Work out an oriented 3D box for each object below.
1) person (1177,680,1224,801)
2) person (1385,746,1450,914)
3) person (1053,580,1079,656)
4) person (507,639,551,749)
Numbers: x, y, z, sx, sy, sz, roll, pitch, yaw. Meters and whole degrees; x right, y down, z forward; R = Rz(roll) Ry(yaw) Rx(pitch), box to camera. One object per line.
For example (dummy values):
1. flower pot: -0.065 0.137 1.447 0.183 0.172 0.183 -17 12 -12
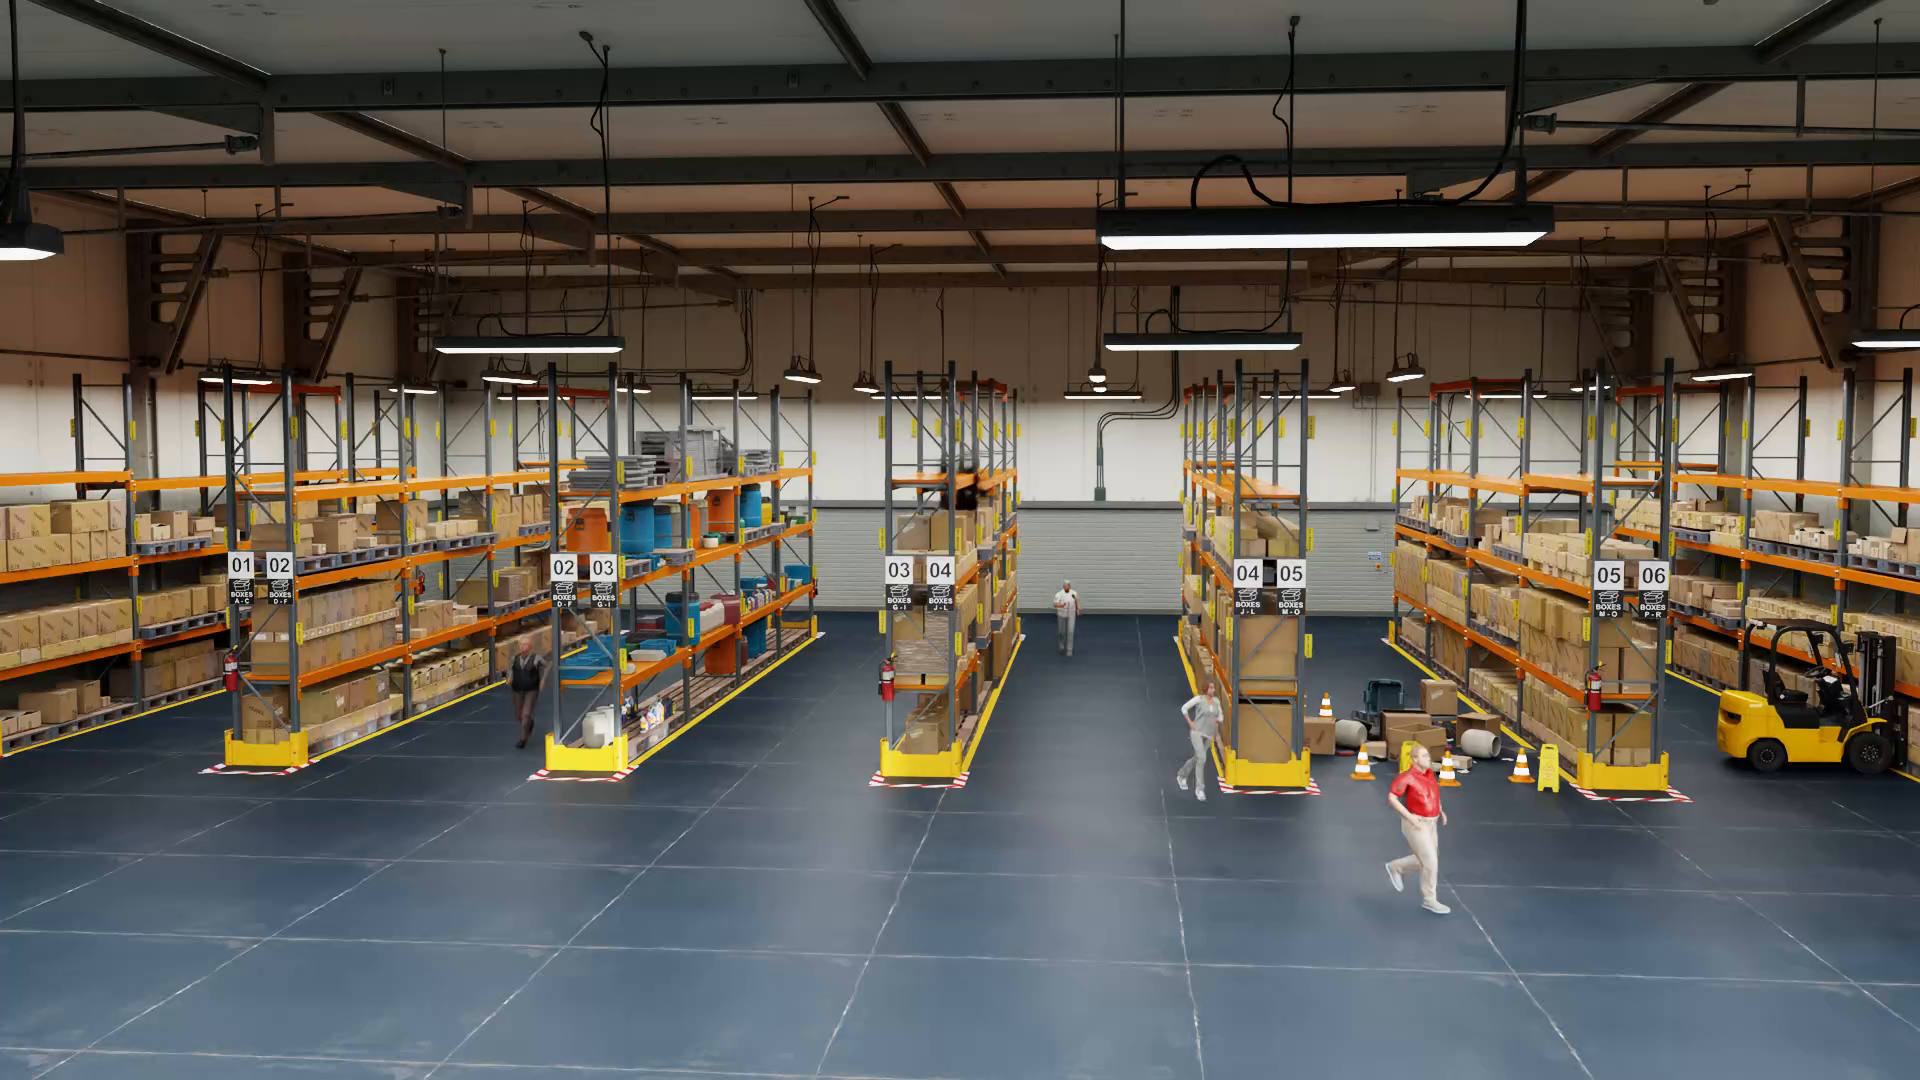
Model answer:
1. person: 3.332 2.718 22.874 0.532 1.627 0.744 -2 4 -27
2. person: 4.798 3.003 17.450 0.679 1.702 0.810 -3 5 -43
3. person: 2.376 1.711 37.089 0.604 1.656 0.892 0 4 -2
4. person: -6.895 2.413 26.445 0.676 1.689 0.971 0 4 5
